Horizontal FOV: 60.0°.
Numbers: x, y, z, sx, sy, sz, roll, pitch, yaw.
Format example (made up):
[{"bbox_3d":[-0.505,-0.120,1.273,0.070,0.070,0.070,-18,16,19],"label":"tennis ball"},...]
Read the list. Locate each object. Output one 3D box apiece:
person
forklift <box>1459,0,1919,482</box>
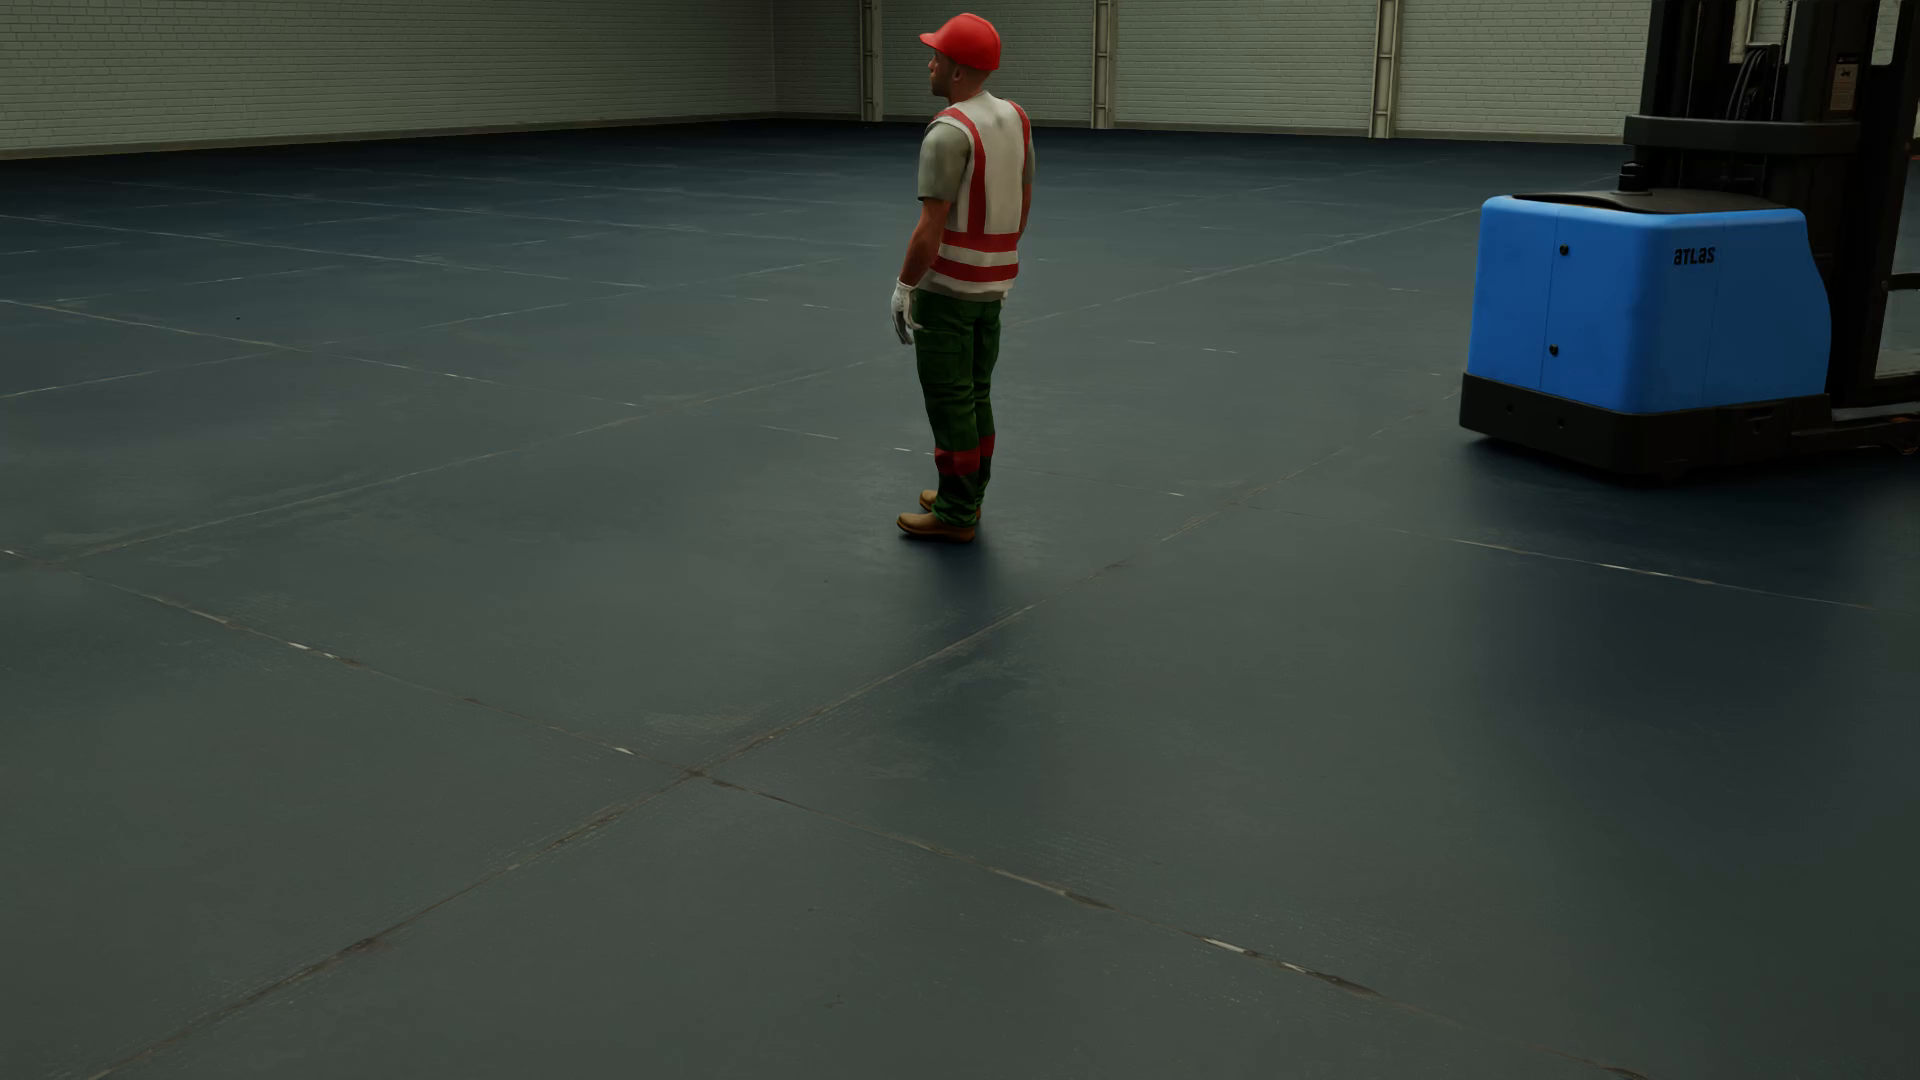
[{"bbox_3d":[-0.060,-0.880,5.744,0.562,1.790,0.637,11,20,33],"label":"person"},{"bbox_3d":[3.784,-1.899,7.184,3.031,2.935,1.130,-7,18,-23],"label":"forklift"}]
